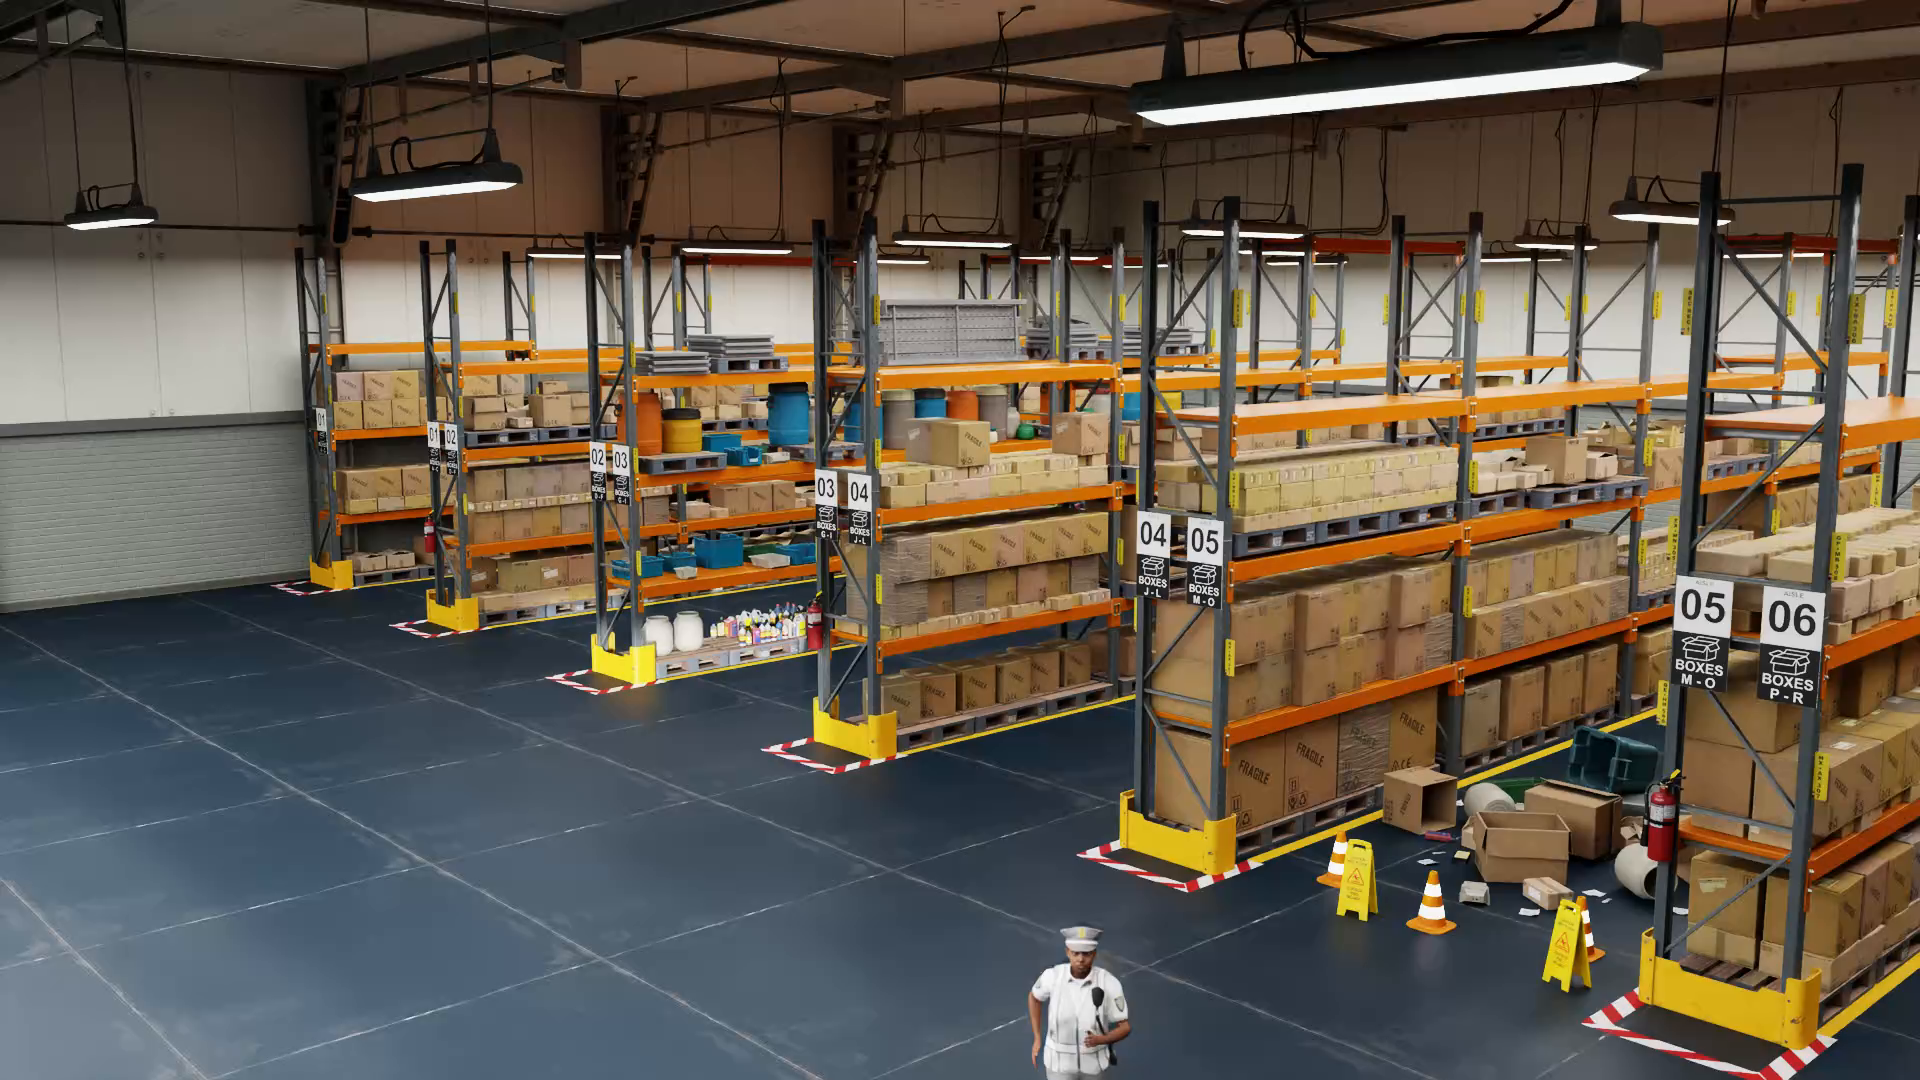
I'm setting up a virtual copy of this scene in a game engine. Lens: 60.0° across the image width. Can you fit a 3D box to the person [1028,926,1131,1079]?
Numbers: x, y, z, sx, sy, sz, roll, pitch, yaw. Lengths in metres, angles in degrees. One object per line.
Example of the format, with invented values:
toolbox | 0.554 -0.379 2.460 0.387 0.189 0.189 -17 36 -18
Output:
person | 0.667 2.957 9.330 0.570 1.698 0.929 0 8 2
